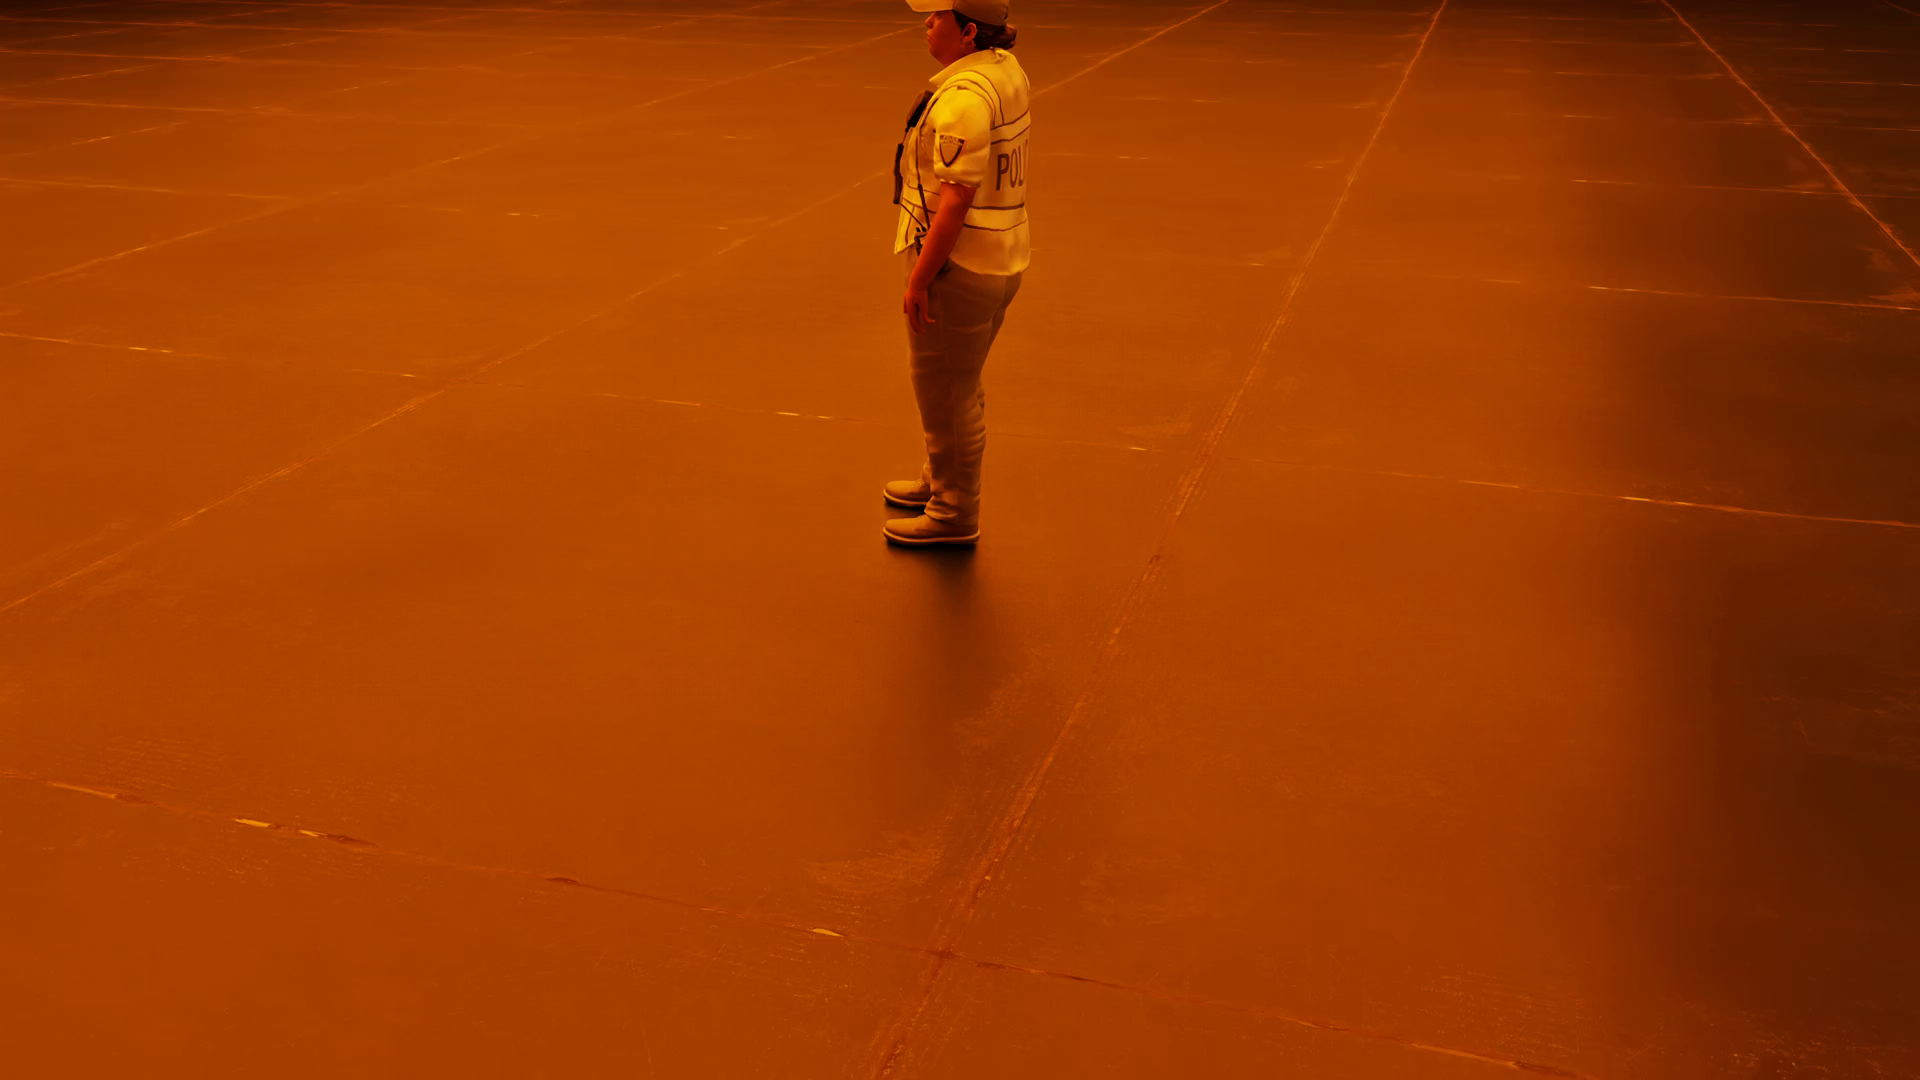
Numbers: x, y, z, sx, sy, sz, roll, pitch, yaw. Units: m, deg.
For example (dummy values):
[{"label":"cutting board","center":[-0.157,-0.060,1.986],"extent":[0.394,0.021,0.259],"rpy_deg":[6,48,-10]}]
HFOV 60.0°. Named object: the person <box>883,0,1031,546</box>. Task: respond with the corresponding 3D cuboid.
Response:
[{"label":"person","center":[-0.066,-0.795,4.841],"extent":[0.529,1.670,0.598],"rpy_deg":[7,23,16]}]
